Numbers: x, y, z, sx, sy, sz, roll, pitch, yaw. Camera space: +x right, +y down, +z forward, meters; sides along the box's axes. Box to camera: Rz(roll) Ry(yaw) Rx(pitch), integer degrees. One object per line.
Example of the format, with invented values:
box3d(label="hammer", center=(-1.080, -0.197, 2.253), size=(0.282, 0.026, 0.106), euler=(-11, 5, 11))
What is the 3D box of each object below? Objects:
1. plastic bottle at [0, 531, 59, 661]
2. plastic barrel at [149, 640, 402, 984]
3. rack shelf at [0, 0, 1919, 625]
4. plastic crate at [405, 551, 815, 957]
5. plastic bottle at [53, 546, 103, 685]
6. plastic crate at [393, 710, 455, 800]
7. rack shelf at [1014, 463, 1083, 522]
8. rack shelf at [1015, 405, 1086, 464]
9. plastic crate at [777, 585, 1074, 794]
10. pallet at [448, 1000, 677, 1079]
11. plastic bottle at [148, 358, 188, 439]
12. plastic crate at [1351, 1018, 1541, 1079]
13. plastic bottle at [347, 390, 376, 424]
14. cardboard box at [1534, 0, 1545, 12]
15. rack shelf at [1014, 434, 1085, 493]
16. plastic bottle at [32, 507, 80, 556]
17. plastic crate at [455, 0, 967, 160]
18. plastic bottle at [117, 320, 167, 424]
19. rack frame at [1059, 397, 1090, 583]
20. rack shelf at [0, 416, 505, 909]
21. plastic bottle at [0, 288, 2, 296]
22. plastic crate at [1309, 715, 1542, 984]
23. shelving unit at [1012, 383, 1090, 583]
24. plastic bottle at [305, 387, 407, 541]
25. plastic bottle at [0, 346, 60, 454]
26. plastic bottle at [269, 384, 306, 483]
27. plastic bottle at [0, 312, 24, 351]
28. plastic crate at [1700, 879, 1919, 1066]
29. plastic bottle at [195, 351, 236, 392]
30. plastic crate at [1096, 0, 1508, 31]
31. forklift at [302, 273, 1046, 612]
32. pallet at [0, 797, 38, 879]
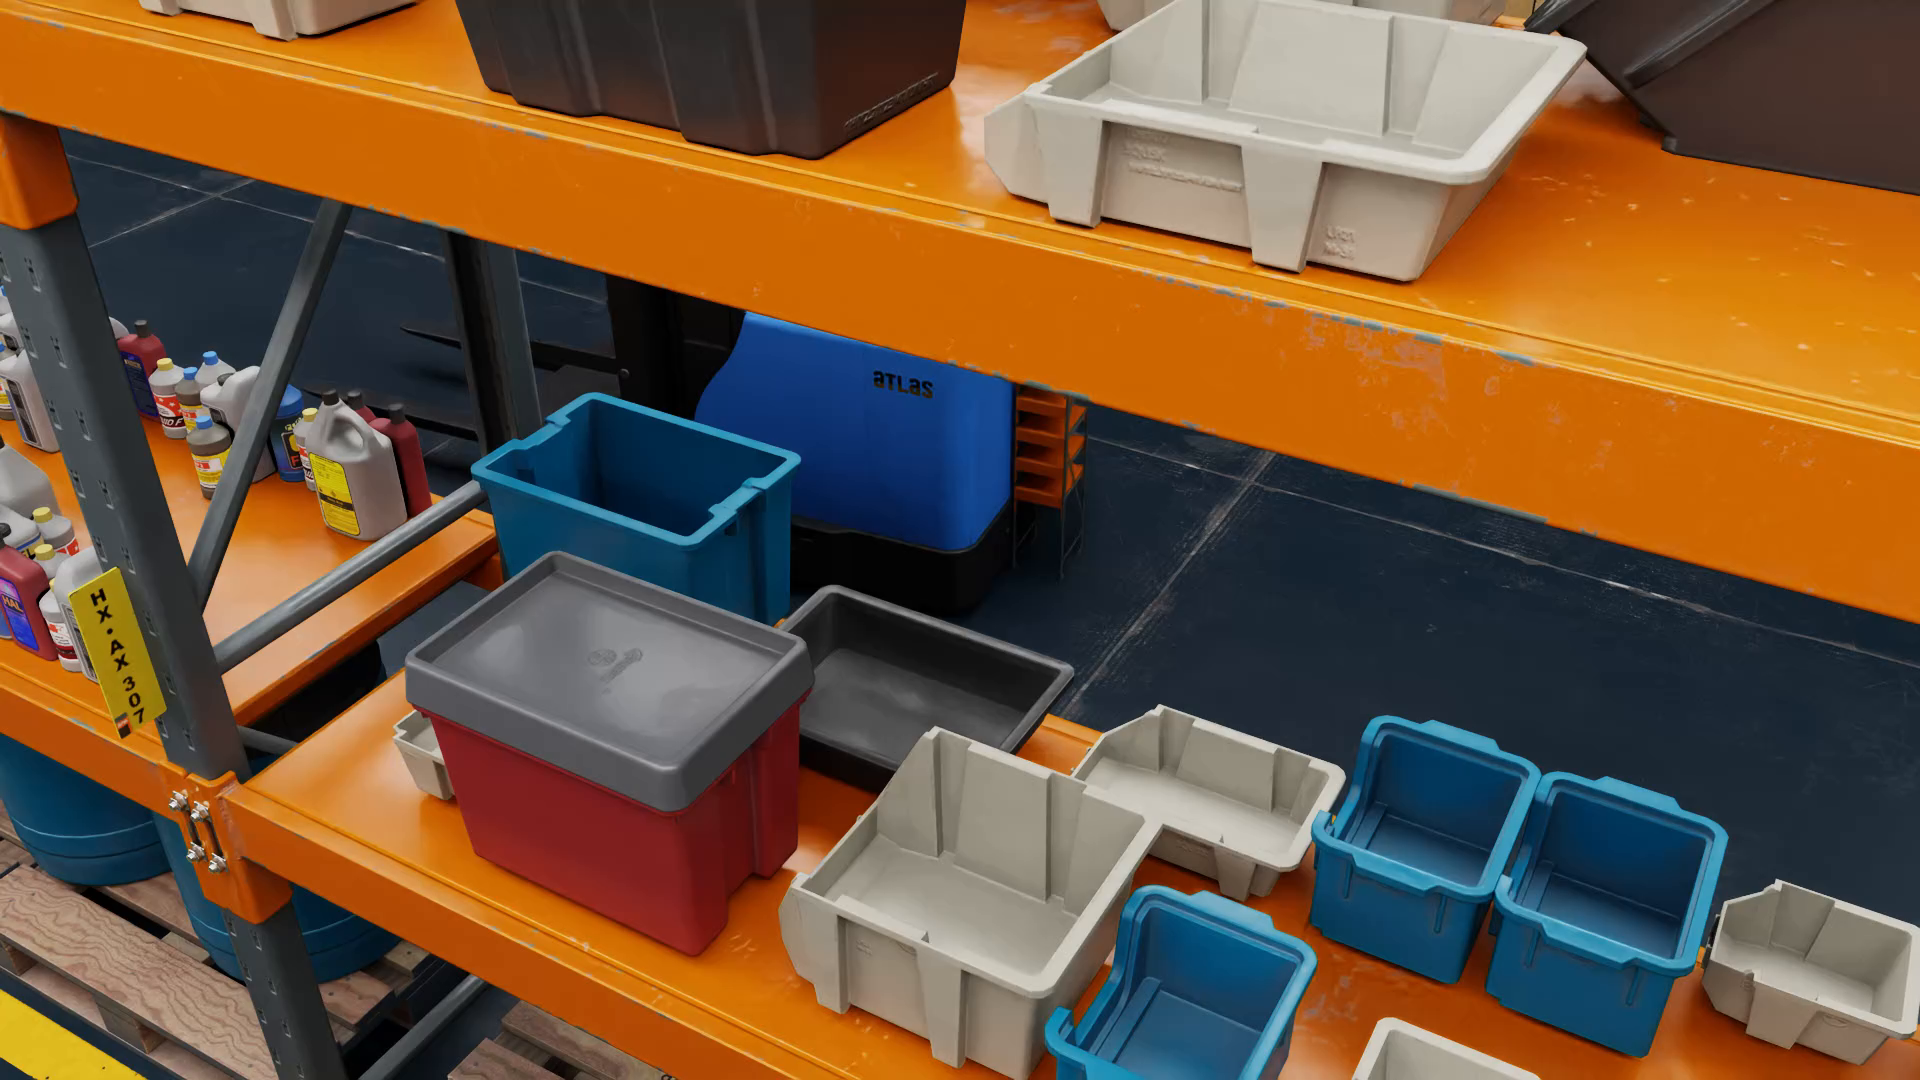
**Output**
box3d(label="plastic bottle", center=(-1.961, 0.111, 3.482), size=(0.133, 0.283, 0.061), euler=(18, 37, 24))
box3d(label="plastic barrel", center=(-1.699, 0.598, 4.160), size=(0.708, 0.901, 0.600), euler=(18, 37, 24))
box3d(label="rack shelf", center=(0.502, -0.342, 2.000), size=(4.000, 0.370, 1.077), euler=(18, 37, 24))
box3d(label="plastic crate", center=(-0.584, 0.372, 2.874), size=(0.583, 0.464, 0.402), euler=(18, 37, 24))
box3d(label="plastic bottle", center=(-1.737, 0.156, 3.422), size=(0.135, 0.276, 0.152), euler=(18, 37, 24))
box3d(label="plastic crate", center=(-0.901, 0.339, 3.219), size=(0.243, 0.136, 0.396), euler=(18, 37, 24))
box3d(label="rack shelf", center=(0.323, -0.189, 5.964), size=(0.180, 0.103, 0.258), euler=(13, 36, 19))
box3d(label="rack shelf", center=(0.323, -0.389, 5.831), size=(0.180, 0.103, 0.258), euler=(13, 36, 19))
box3d(label="plastic crate", center=(-0.130, 0.325, 3.250), size=(0.590, 0.125, 0.437), euler=(18, 37, 24))
box3d(label="pallet", center=(-0.577, 1.401, 3.955), size=(1.213, 0.211, 1.003), euler=(18, 37, 24))
box3d(label="plastic bottle", center=(-2.021, -0.370, 4.279), size=(0.097, 0.201, 0.097), euler=(0, 34, 0))
box3d(label="plastic crate", center=(0.676, 0.881, 2.405), size=(0.250, 0.136, 0.298), euler=(18, 37, 24))
box3d(label="plastic bottle", center=(-1.457, -0.237, 4.005), size=(0.133, 0.283, 0.061), euler=(18, 37, 24))
box3d(label="cardboard box", center=(2.413, -1.818, 6.184), size=(0.500, 0.500, 0.500), euler=(17, 37, 24))
box3d(label="rack shelf", center=(0.323, -0.289, 5.898), size=(0.180, 0.103, 0.258), euler=(13, 36, 19))
box3d(label="plastic bottle", center=(-2.009, 0.021, 3.691), size=(0.097, 0.201, 0.097), euler=(0, 34, 0))
box3d(label="plastic crate", center=(-0.292, -0.664, 1.952), size=(0.590, 0.269, 0.497), euler=(18, 37, 24))
box3d(label="plastic bottle", center=(-2.112, -0.445, 4.317), size=(0.133, 0.283, 0.061), euler=(18, 37, 24))
box3d(label="rack frame", center=(0.408, -0.406, 5.777), size=(0.006, 1.200, 0.240), euler=(13, 36, 19))
box3d(label="rack shelf", center=(-2.971, -0.194, 4.484), size=(4.000, 0.370, 1.077), euler=(18, 37, 24))
box3d(label="plastic bottle", center=(-2.624, -0.590, 4.546), size=(0.097, 0.271, 0.097), euler=(0, 34, 0))
box3d(label="plastic crate", center=(0.783, 0.531, 2.844), size=(0.300, 0.233, 0.416), euler=(18, 37, 24))
box3d(label="shelving unit", center=(0.323, -0.426, 5.807), size=(0.189, 1.200, 0.258), euler=(13, 36, 19))
box3d(label="plastic bottle", center=(-1.415, -0.186, 3.868), size=(0.185, 0.351, 0.144), euler=(18, 37, 24))
box3d(label="plastic bottle", center=(-2.327, -0.383, 4.231), size=(0.135, 0.276, 0.152), euler=(18, 37, 24))
box3d(label="plastic bottle", center=(-1.651, -0.282, 4.083), size=(0.097, 0.271, 0.097), euler=(0, 34, 0))
box3d(label="plastic bottle", center=(-2.453, -0.520, 4.437), size=(0.135, 0.276, 0.152), euler=(18, 37, 24))
box3d(label="plastic crate", center=(1.361, 0.701, 2.675), size=(0.298, 0.136, 0.250), euler=(18, 37, 24))
box3d(label="plastic bottle", center=(-1.852, -0.346, 4.179), size=(0.097, 0.271, 0.097), euler=(0, 34, 0))
box3d(label="plastic crate", center=(0.467, -0.800, 2.146), size=(0.530, 0.282, 0.437), euler=(18, 37, 24))
box3d(label="forklift", center=(-1.161, -1.495, 5.851), size=(3.031, 2.935, 1.130), euler=(13, 36, 19))
box3d(label="pallet", center=(-2.947, 0.650, 5.083), size=(1.213, 0.211, 1.003), euler=(18, 37, 24))
